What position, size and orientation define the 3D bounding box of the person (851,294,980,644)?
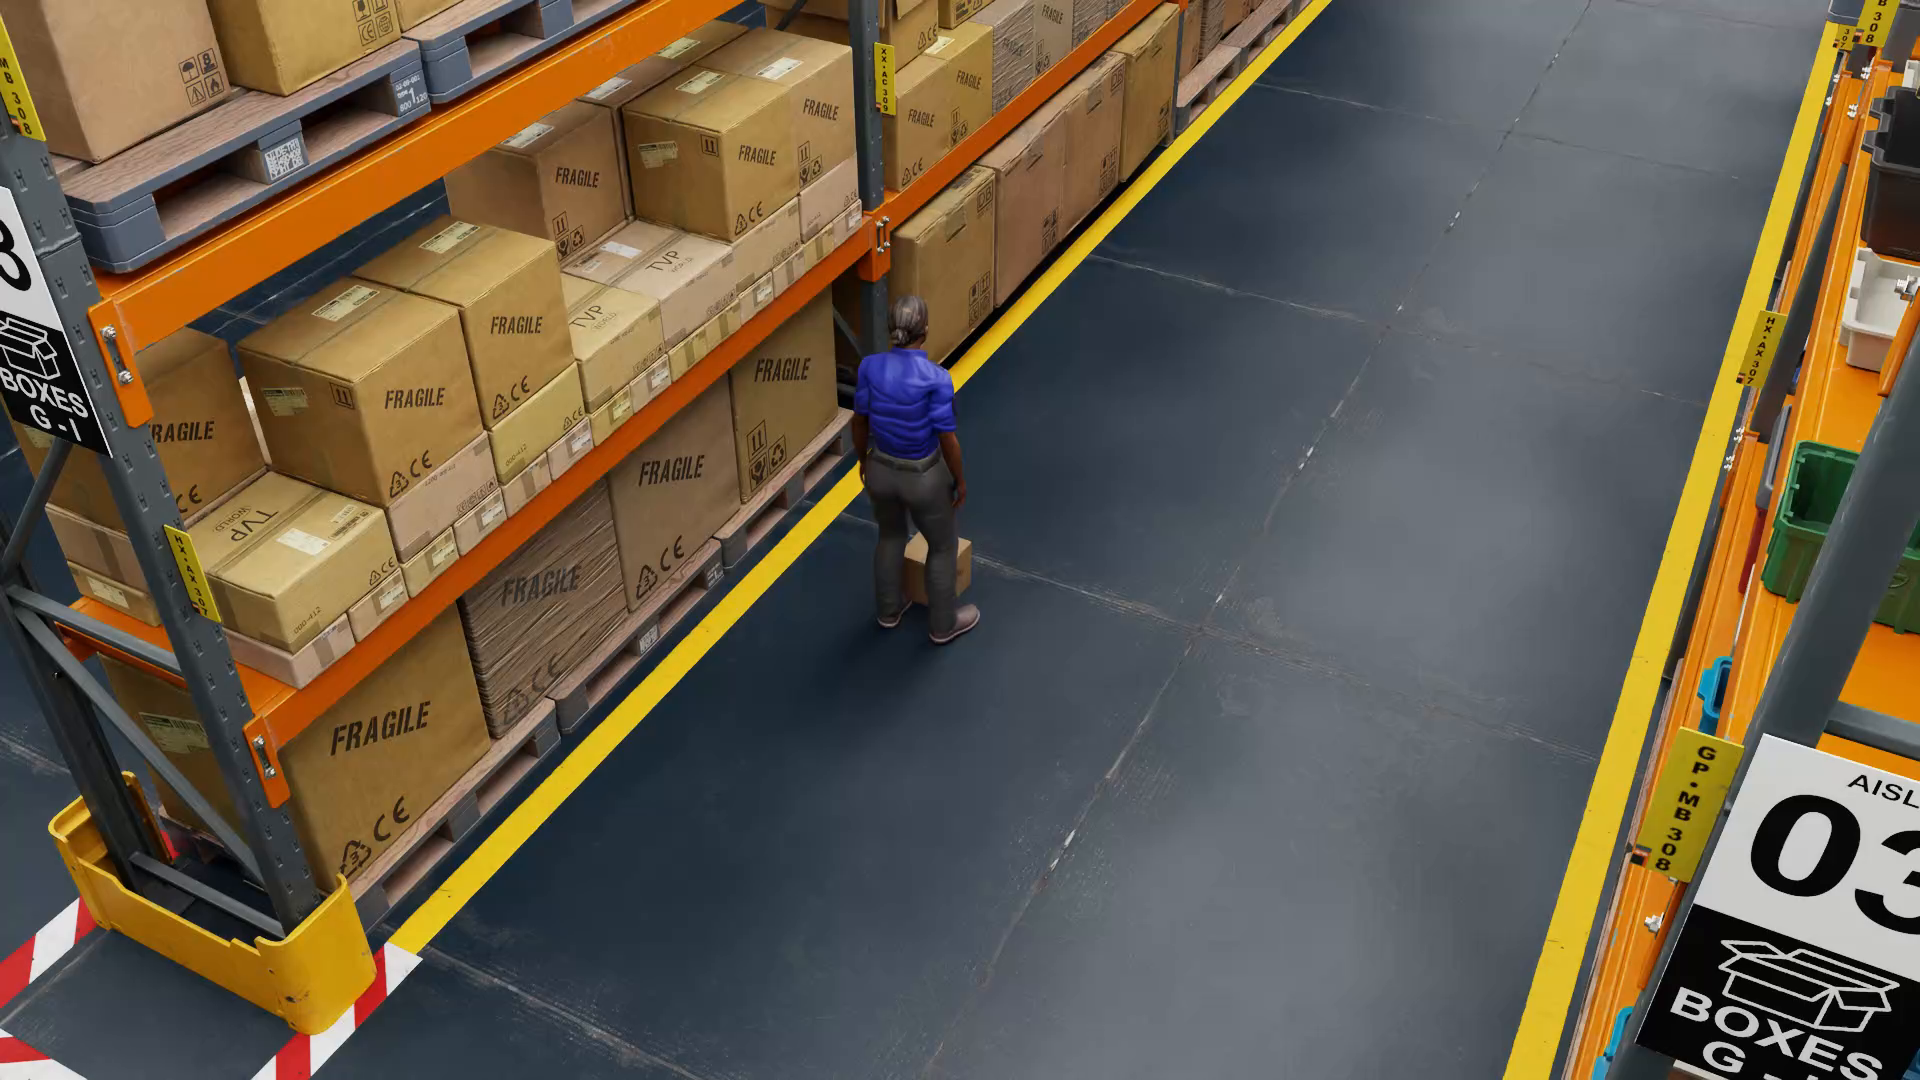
[{"bbox_3d":[-0.199,-0.282,7.110,0.533,1.654,0.351,15,41,19],"label":"person"}]
